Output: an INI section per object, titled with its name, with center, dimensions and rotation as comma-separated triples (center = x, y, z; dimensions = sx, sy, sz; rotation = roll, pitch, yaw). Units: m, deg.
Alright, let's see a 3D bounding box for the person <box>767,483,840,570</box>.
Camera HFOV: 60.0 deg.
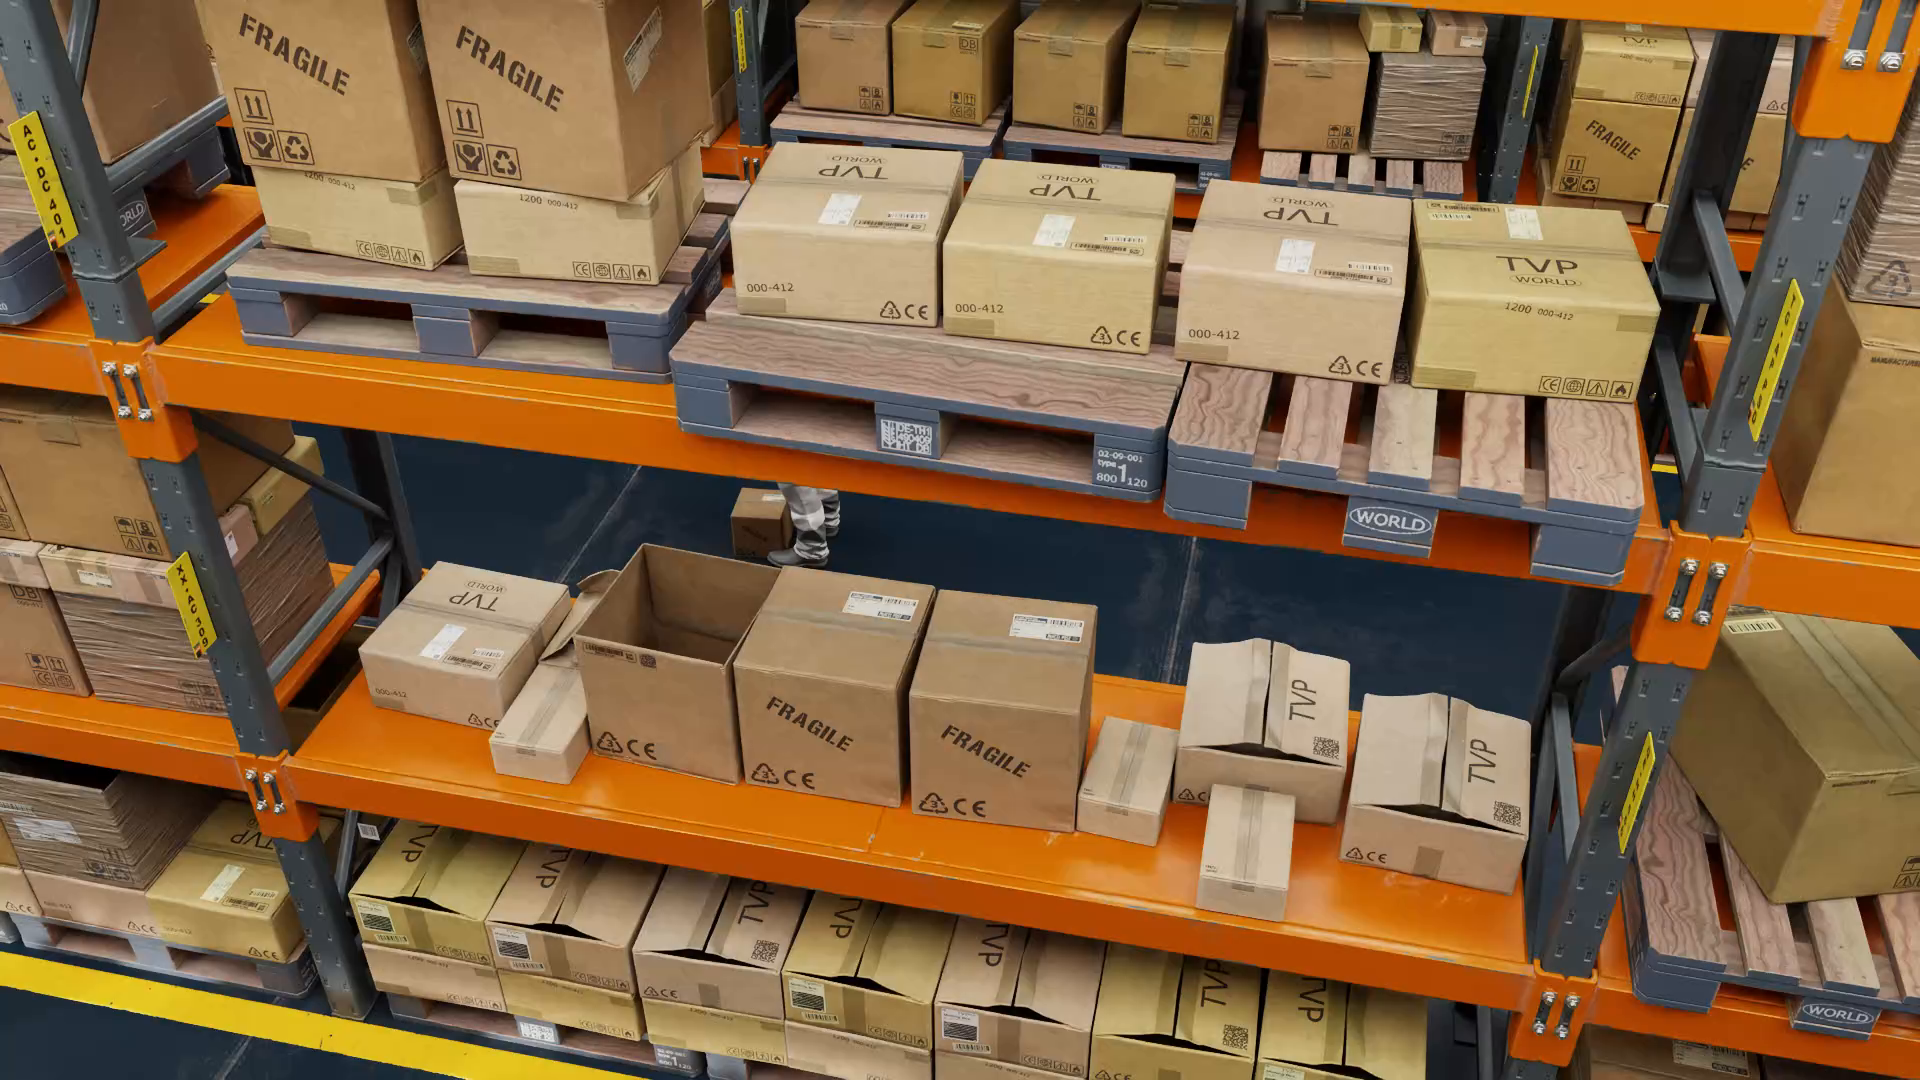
[person]
center = -0.774, -0.666, 7.861
dimensions = 0.454, 1.779, 0.609
rotation = 7, 37, 10
